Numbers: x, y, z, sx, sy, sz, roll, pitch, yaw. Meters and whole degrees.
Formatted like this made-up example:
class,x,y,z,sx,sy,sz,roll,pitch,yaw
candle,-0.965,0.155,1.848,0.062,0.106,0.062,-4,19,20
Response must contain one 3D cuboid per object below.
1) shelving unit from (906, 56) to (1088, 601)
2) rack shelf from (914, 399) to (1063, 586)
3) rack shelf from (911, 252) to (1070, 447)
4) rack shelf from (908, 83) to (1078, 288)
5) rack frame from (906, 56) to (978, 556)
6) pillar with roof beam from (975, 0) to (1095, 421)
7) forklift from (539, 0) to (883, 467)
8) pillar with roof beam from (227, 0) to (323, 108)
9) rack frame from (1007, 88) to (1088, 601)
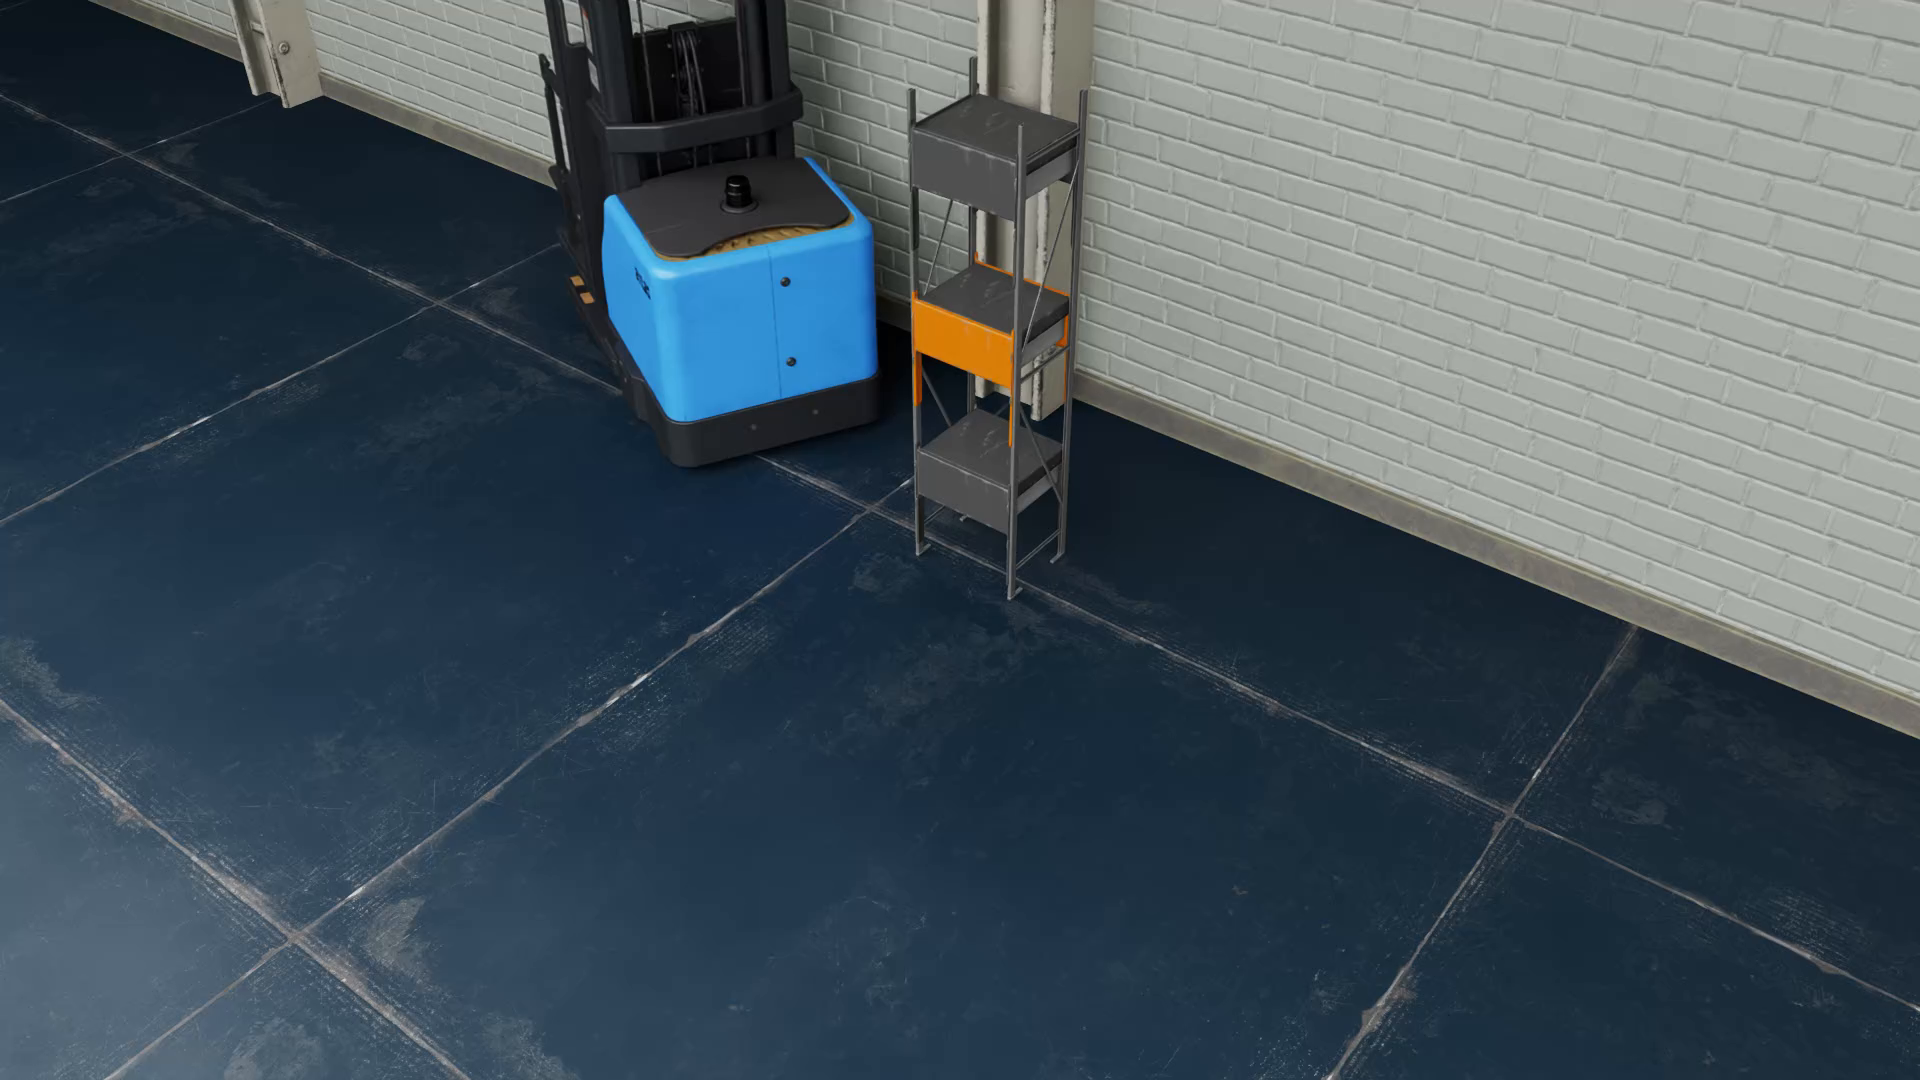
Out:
class,x,y,z,sx,sy,sz,roll,pitch,yaw
shelving unit,0.131,-0.765,6.524,0.503,2.100,0.431,25,45,29
rack shelf,0.131,-0.203,6.963,0.480,0.518,0.431,25,45,29
rack shelf,0.131,-0.754,6.532,0.480,0.518,0.431,25,45,29
rack shelf,0.131,-1.305,6.100,0.480,0.518,0.431,25,45,29
rack frame,-0.062,-0.856,6.640,0.015,2.100,0.400,25,45,29
pillar with roof beam,-2.298,-2.152,2.699,0.400,9.000,9.100,25,45,29
forklift,-1.444,-2.388,7.922,1.130,2.935,3.031,-16,41,-19
pillar with roof beam,-7.063,-4.399,5.569,0.400,9.000,9.100,25,45,29
rack frame,0.325,-0.673,6.407,0.015,2.100,0.400,25,45,29
